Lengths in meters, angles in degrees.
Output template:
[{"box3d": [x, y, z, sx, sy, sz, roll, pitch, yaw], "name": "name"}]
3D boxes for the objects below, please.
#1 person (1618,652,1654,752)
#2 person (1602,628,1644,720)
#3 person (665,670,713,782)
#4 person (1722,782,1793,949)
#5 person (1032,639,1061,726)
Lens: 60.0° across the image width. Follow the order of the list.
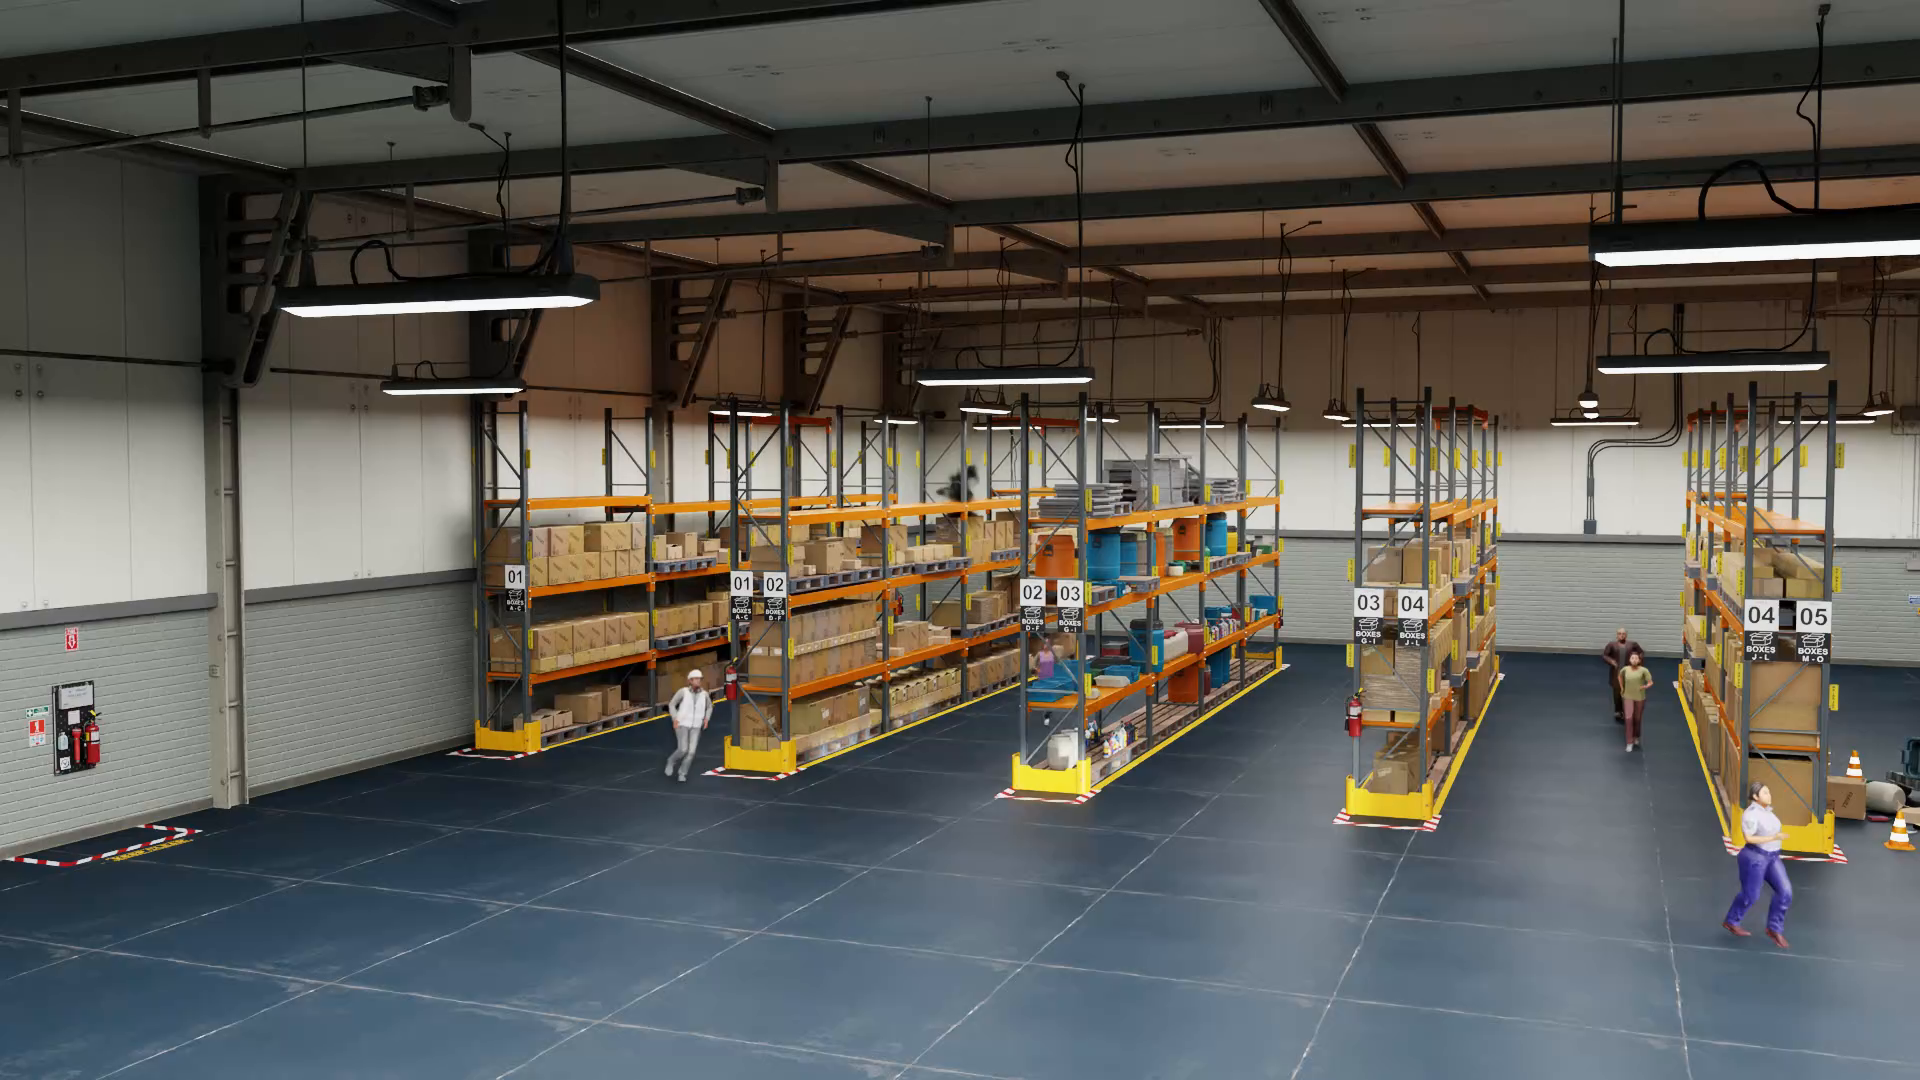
[{"box3d": [11.646, 2.763, 28.676, 0.573, 1.688, 0.883, 1, 3, 23], "name": "person"}, {"box3d": [12.635, 2.593, 31.704, 0.740, 1.831, 0.779, 1, 3, 25], "name": "person"}, {"box3d": [-4.209, 2.886, 25.975, 0.725, 1.710, 0.576, -2, 3, -29], "name": "person"}, {"box3d": [8.253, 3.348, 17.156, 0.585, 1.704, 0.708, -2, 3, -31], "name": "person"}, {"box3d": [1.633, 2.666, 31.434, 0.540, 1.593, 0.872, 0, 3, 5], "name": "person"}]
